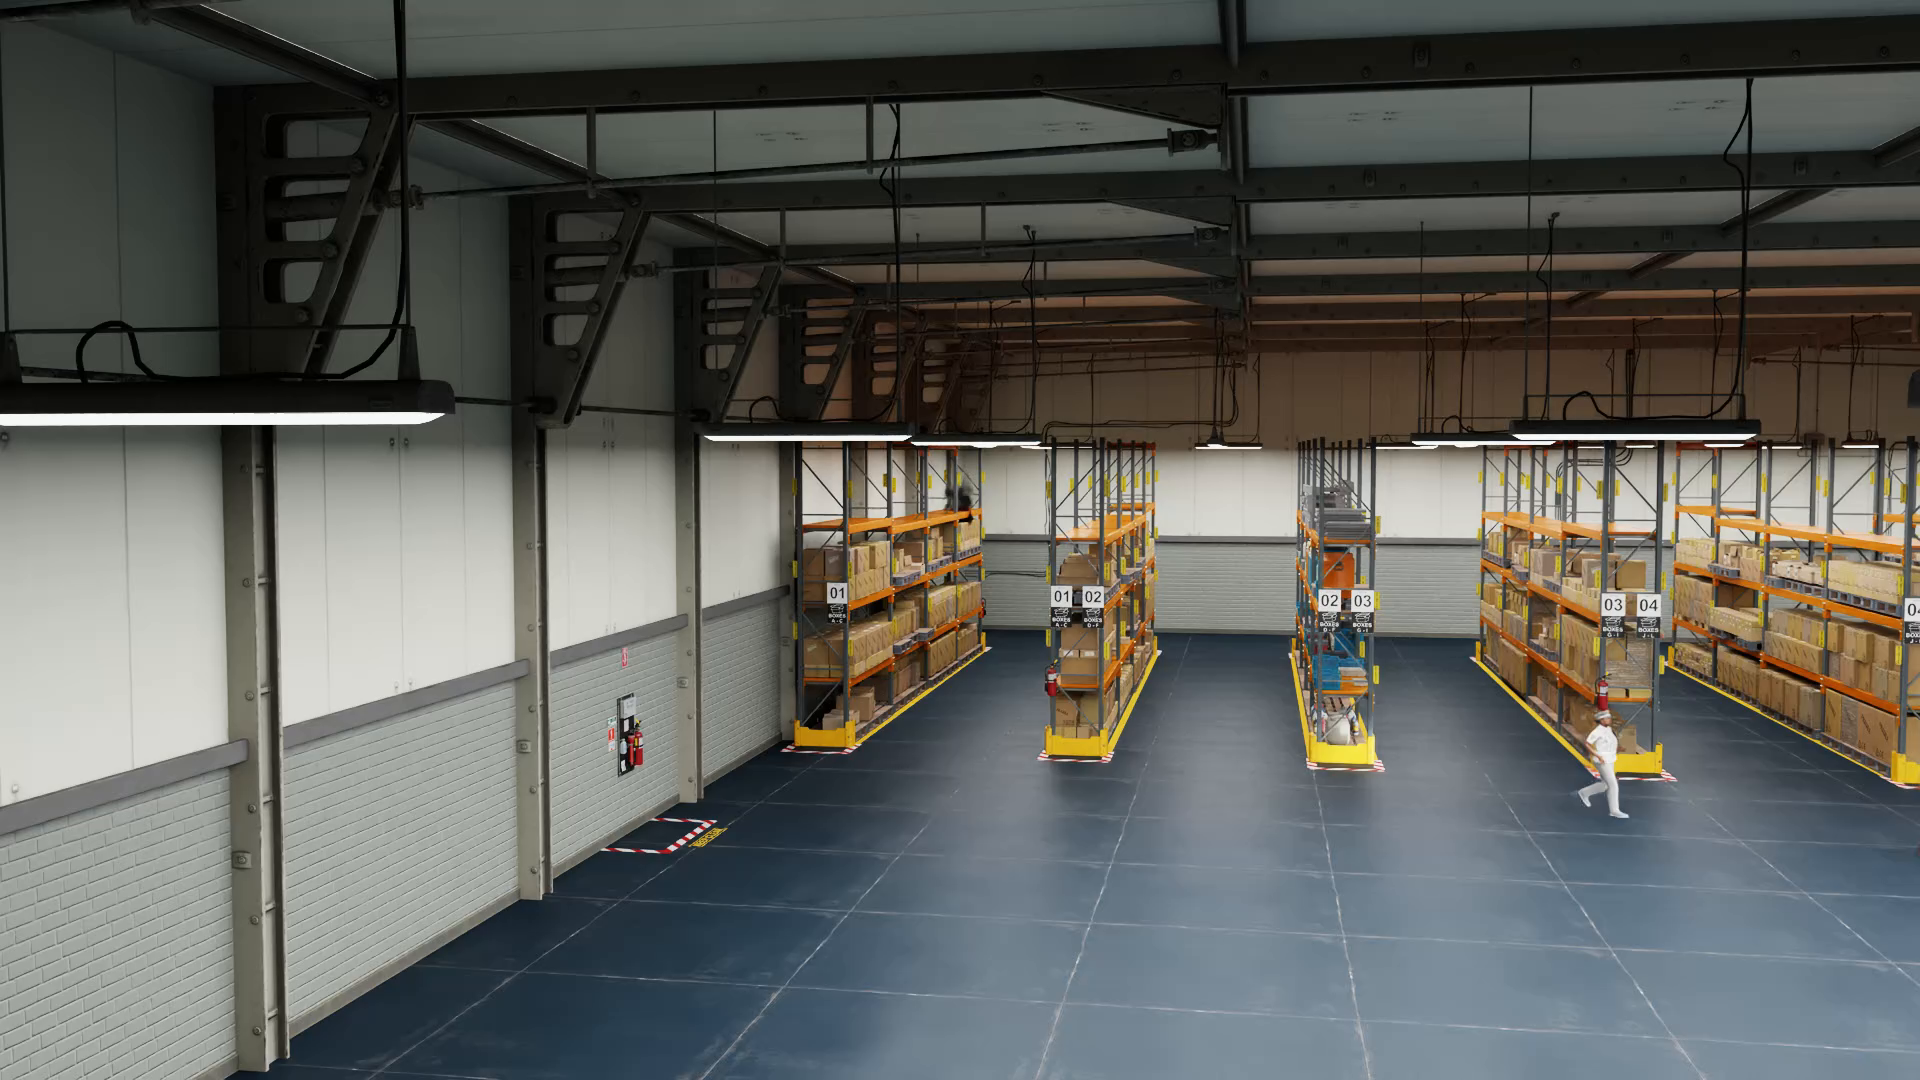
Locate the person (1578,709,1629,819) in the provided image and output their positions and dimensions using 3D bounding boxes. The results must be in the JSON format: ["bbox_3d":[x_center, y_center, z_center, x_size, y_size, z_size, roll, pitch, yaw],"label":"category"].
[{"bbox_3d":[10.117,3.490,26.167,0.587,1.670,0.871,-3,4,-45],"label":"person"}]

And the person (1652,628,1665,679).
[{"bbox_3d":[17.218,2.710,41.351,0.569,1.672,0.851,1,3,21],"label":"person"}]

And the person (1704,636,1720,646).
[{"bbox_3d":[20.592,2.460,45.659,0.714,1.650,1.122,-2,4,-33],"label":"person"}]

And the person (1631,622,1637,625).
[{"bbox_3d":[17.696,2.578,44.372,0.652,1.583,0.539,3,4,40],"label":"person"}]
